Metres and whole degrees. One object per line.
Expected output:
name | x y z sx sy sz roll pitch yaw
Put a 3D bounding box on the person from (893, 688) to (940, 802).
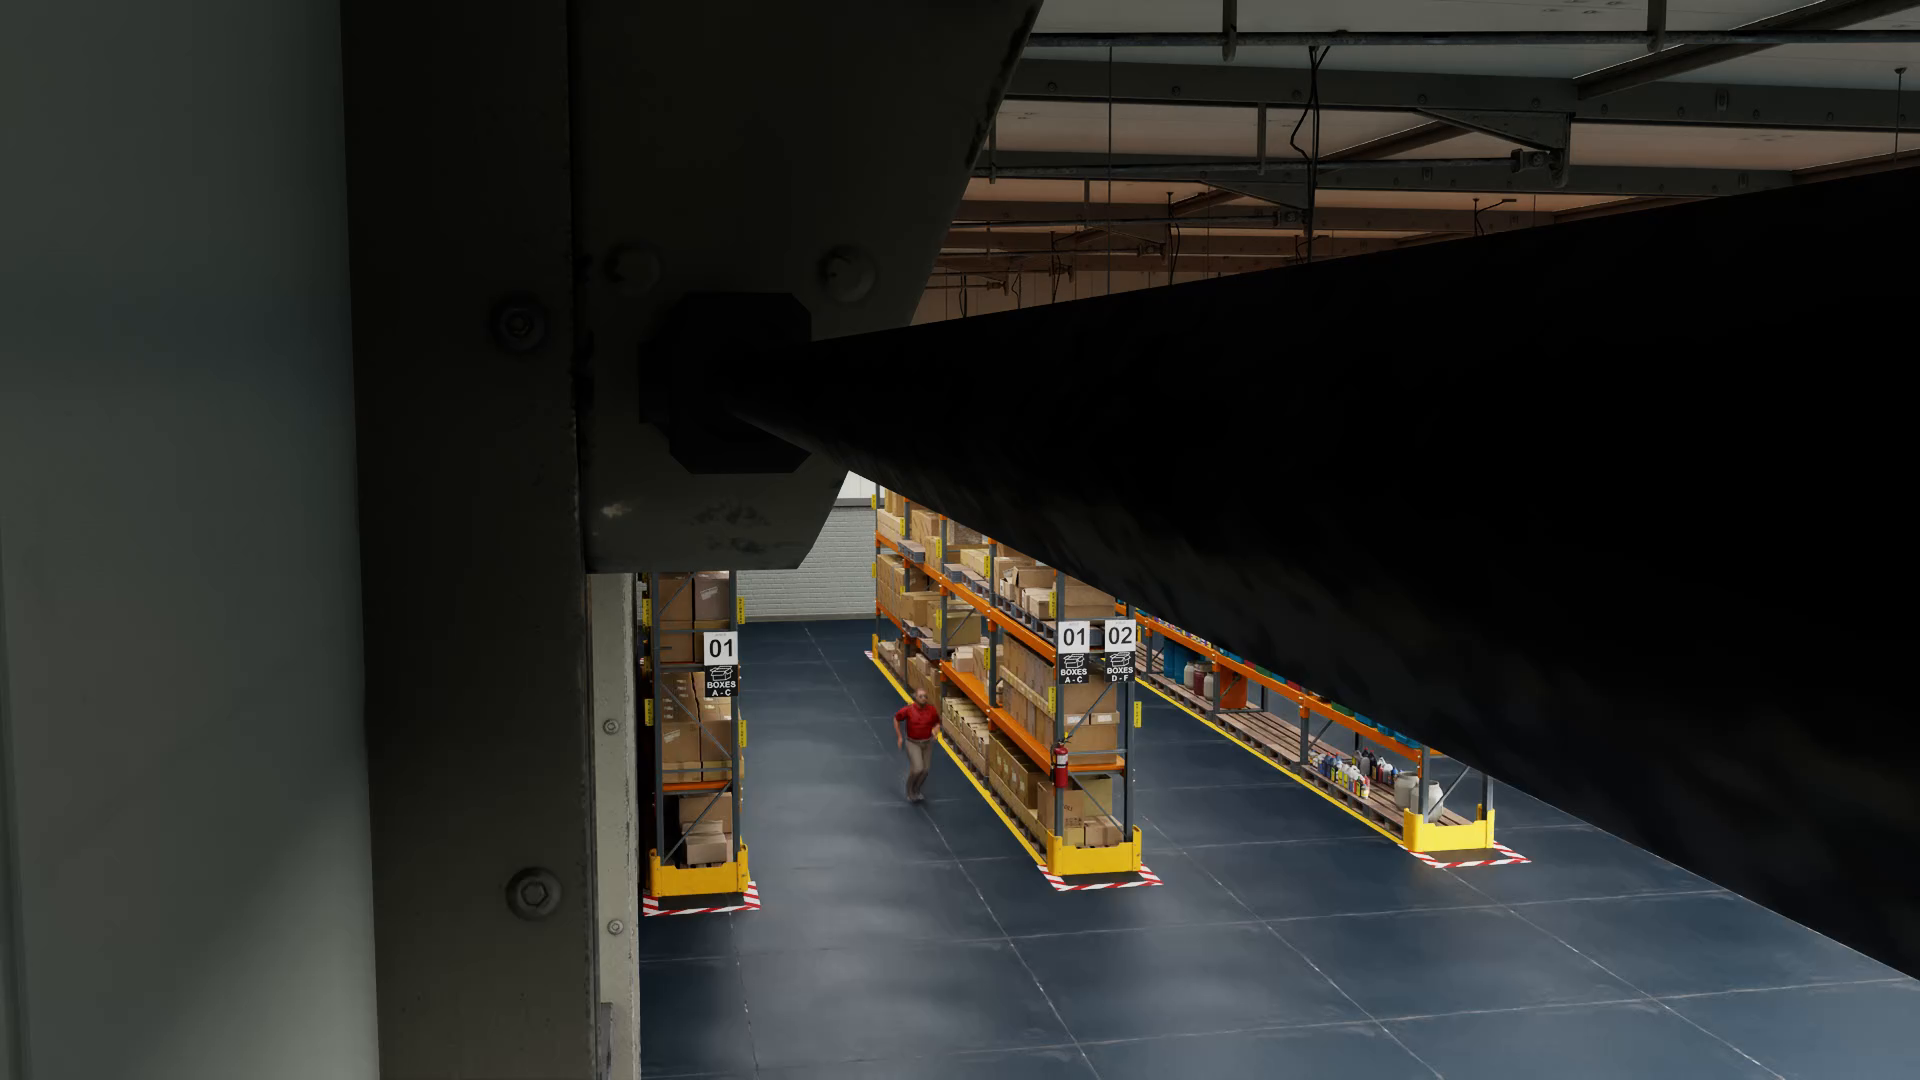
person | -0.582 2.998 24.206 0.638 1.688 0.741 -3 6 -24
